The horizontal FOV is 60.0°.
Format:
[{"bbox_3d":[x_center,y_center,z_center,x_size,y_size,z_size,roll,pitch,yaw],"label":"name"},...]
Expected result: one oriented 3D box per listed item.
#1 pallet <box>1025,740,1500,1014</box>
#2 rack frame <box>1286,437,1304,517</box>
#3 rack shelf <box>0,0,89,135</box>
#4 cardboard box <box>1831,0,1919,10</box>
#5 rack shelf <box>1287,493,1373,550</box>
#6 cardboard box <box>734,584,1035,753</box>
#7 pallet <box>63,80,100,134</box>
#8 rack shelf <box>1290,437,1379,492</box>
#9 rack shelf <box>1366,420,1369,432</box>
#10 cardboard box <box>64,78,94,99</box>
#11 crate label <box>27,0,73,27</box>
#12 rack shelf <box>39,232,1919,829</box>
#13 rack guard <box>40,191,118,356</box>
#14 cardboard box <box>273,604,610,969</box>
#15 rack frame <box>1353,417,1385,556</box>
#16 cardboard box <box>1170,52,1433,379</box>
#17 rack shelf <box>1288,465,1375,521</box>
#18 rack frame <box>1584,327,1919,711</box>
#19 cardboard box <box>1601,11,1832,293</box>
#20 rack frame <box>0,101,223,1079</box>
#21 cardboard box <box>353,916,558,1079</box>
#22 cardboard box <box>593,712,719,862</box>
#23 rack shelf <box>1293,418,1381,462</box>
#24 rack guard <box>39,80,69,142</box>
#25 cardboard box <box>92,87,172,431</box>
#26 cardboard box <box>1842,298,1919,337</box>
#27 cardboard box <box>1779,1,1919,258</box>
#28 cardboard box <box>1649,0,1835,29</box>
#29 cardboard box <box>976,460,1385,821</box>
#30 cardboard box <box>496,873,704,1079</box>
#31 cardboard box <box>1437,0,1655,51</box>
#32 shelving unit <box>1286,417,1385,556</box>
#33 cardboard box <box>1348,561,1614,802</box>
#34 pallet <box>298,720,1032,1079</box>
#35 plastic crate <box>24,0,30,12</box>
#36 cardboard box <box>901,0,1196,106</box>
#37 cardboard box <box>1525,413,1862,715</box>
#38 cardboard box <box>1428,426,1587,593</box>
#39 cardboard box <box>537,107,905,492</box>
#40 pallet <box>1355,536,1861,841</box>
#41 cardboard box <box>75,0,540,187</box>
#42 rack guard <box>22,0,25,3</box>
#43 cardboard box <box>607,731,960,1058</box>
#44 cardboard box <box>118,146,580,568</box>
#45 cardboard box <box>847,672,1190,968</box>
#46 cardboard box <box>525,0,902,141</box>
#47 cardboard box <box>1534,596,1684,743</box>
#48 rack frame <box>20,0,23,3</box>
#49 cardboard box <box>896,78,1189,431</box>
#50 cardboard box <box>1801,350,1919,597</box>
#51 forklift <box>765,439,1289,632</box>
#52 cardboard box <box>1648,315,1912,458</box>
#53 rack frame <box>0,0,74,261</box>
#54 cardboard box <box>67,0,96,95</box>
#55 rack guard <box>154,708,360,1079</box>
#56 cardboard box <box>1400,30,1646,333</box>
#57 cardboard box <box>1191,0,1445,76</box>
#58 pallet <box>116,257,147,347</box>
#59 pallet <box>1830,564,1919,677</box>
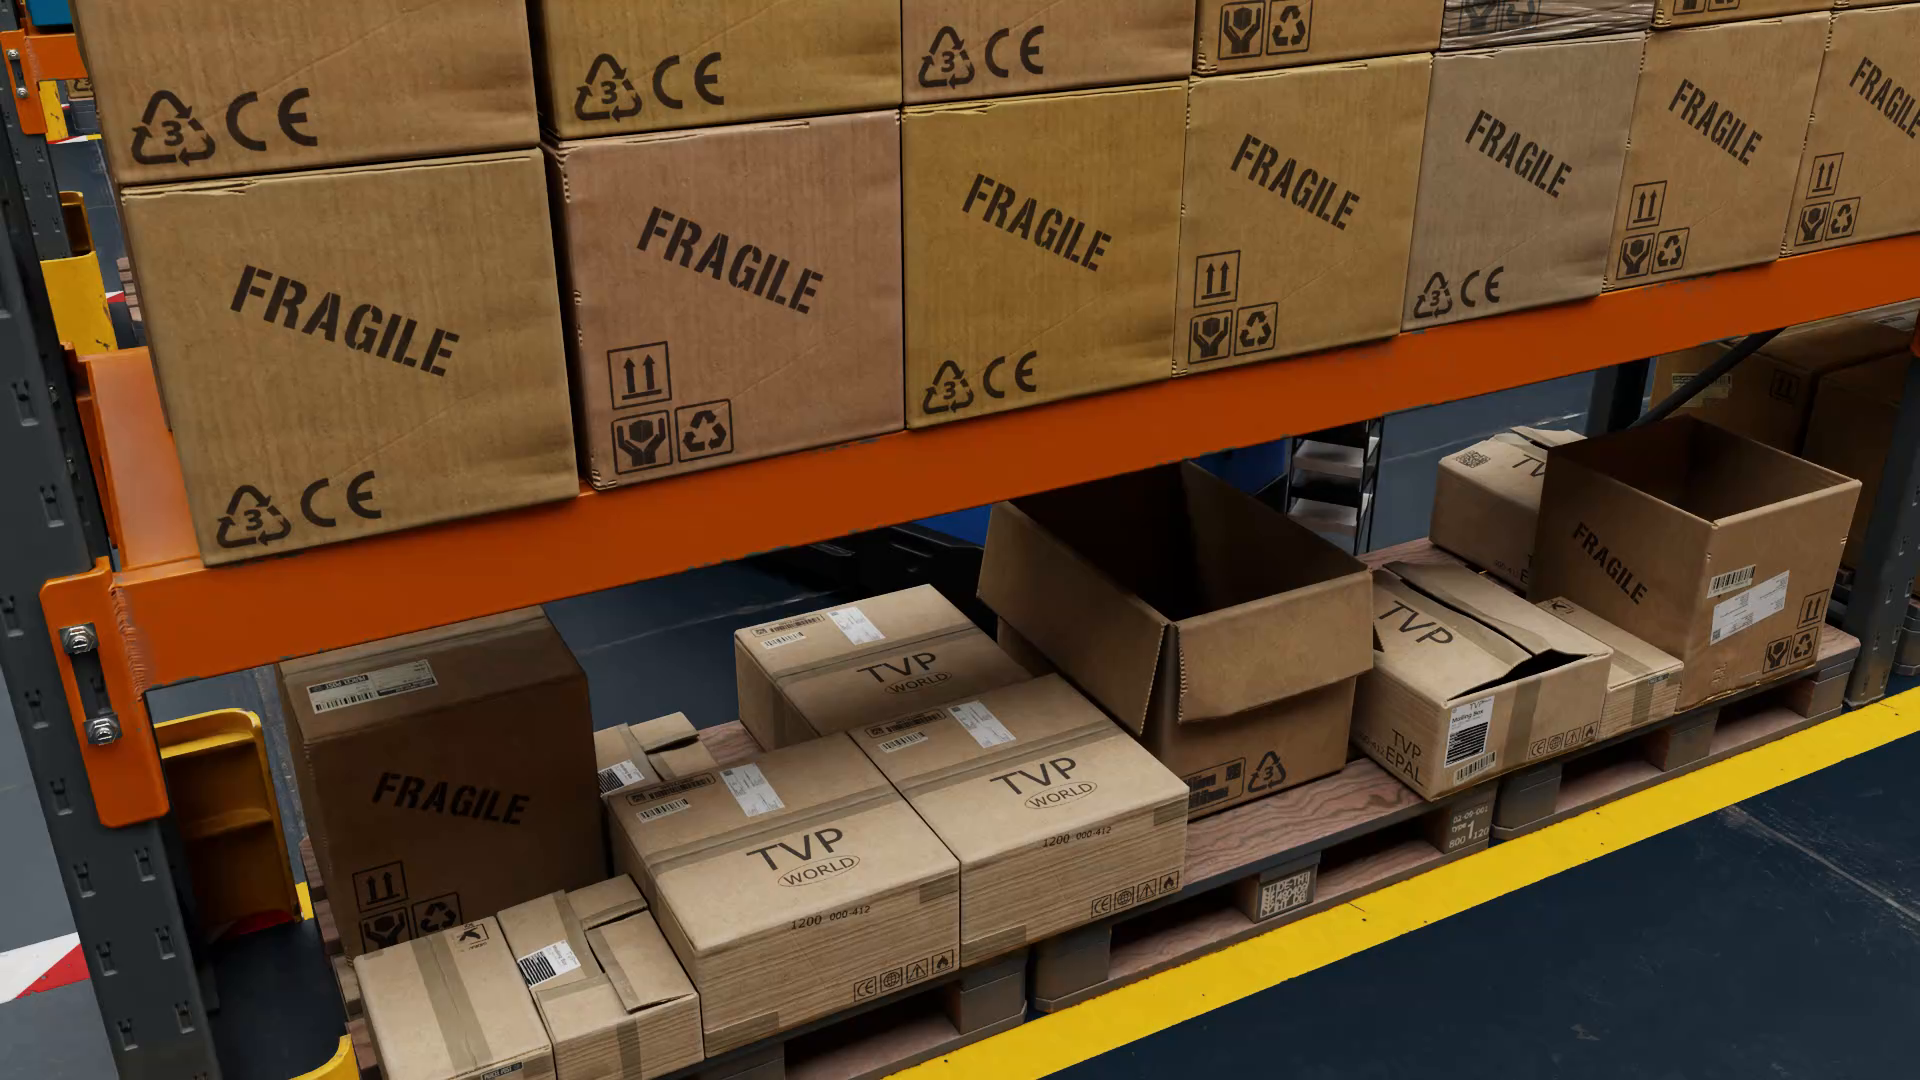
[{"bbox_3d":[0.455,0.536,3.889,1.213,0.211,1.003,-13,29,-25],"label":"pallet"},{"bbox_3d":[0.988,-0.284,4.801,0.006,0.900,0.240,11,28,22],"label":"rack frame"},{"bbox_3d":[-1.953,-2.271,7.346,4.000,0.370,1.077,-13,29,-25],"label":"rack shelf"},{"bbox_3d":[1.815,-1.404,3.439,0.500,0.500,0.500,-13,28,-25],"label":"cardboard box"},{"bbox_3d":[1.081,-0.073,4.855,0.200,0.077,0.258,11,28,22],"label":"rack shelf"},{"bbox_3d":[-0.174,0.359,3.706,0.500,0.250,0.500,-13,29,-25],"label":"cardboard box"},{"bbox_3d":[-5.379,-3.016,11.287,1.213,0.211,1.003,-13,29,-25],"label":"pallet"},{"bbox_3d":[1.081,-0.235,4.777,0.200,0.077,0.258,11,28,22],"label":"rack shelf"},{"bbox_3d":[1.081,-0.398,4.700,0.200,0.077,0.258,11,28,22],"label":"rack shelf"},{"bbox_3d":[-5.521,-3.472,10.986,0.875,0.875,0.875,-13,29,-25],"label":"cardboard box"},{"bbox_3d":[-3.345,-2.064,6.208,0.303,0.233,0.416,-13,29,-25],"label":"crate label"},{"bbox_3d":[0.375,-0.379,3.405,4.000,0.370,1.077,-13,29,-25],"label":"rack shelf"},{"bbox_3d":[-3.733,-1.052,6.863,0.348,0.500,1.175,-13,29,-25],"label":"rack guard"},{"bbox_3d":[-1.026,0.428,3.273,0.500,0.500,0.500,-13,29,-25],"label":"cardboard box"},{"bbox_3d":[1.174,-0.247,4.725,0.006,0.900,0.240,11,28,22],"label":"rack frame"},{"bbox_3d":[0.464,-0.640,3.002,0.500,0.500,0.500,-13,28,-24],"label":"cardboard box"},{"bbox_3d":[1.081,-0.154,4.816,0.200,0.077,0.258,11,28,22],"label":"rack shelf"},{"bbox_3d":[2.140,-1.111,4.097,0.127,3.000,1.000,-13,29,-25],"label":"rack frame"},{"bbox_3d":[1.365,-0.850,3.440,0.500,0.500,0.500,-12,28,-24],"label":"cardboard box"},{"bbox_3d":[-1.390,-0.296,2.401,0.127,3.000,1.000,-13,29,-25],"label":"rack frame"},{"bbox_3d":[-0.859,0.837,2.827,0.250,0.149,0.380,-13,29,-25],"label":"cardboard box"},{"bbox_3d":[-0.626,0.530,3.445,0.250,0.166,0.380,-13,29,-25],"label":"cardboard box"},{"bbox_3d":[1.081,-0.317,4.738,0.200,0.077,0.258,11,28,22],"label":"rack shelf"},{"bbox_3d":[-6.069,-2.948,10.813,0.348,0.500,1.175,-13,29,-25],"label":"rack guard"},{"bbox_3d":[-1.123,-0.536,2.785,0.500,0.500,0.500,-12,28,-24],"label":"cardboard box"},{"bbox_3d":[2.880,-0.489,5.183,0.500,0.500,0.500,-13,29,-25],"label":"cardboard box"},{"bbox_3d":[1.819,-0.956,3.660,0.500,0.500,0.500,-12,28,-24],"label":"cardboard box"},{"bbox_3d":[1.364,-1.299,3.219,0.500,0.500,0.500,-14,29,-26],"label":"cardboard box"},{"bbox_3d":[0.484,0.201,3.741,0.637,0.503,0.797,-13,29,-25],"label":"cardboard box"},{"bbox_3d":[-0.638,0.778,2.929,0.250,0.166,0.380,-13,29,-25],"label":"cardboard box"},{"bbox_3d":[0.920,-1.197,3.006,0.500,0.500,0.500,-13,28,-25],"label":"cardboard box"},{"bbox_3d":[1.081,-0.265,4.763,0.210,0.900,0.258,11,28,22],"label":"shelving unit"},{"bbox_3d":[1.108,0.280,3.799,0.500,0.311,0.500,-13,29,-25],"label":"cardboard box"},{"bbox_3d":[-0.620,0.783,3.375,1.213,0.211,1.003,-13,29,-25],"label":"pallet"},{"bbox_3d":[-3.510,-2.371,6.612,0.499,0.435,0.616,-13,29,-25],"label":"plastic crate"},{"bbox_3d":[0.027,-0.991,2.577,0.500,0.500,0.500,-13,28,-24],"label":"cardboard box"},{"bbox_3d":[1.770,0.042,4.076,0.500,0.500,0.500,-13,29,-25],"label":"cardboard box"},{"bbox_3d":[1.667,-0.094,4.578,0.500,0.311,0.500,-13,29,-25],"label":"cardboard box"},{"bbox_3d":[-0.422,-0.438,2.580,0.500,0.500,0.500,-13,29,-26],"label":"cardboard box"},{"bbox_3d":[1.533,0.286,4.410,1.213,0.211,1.003,-13,29,-25],"label":"pallet"},{"bbox_3d":[-0.874,-0.781,2.141,0.500,0.500,0.500,-12,28,-24],"label":"cardboard box"},{"bbox_3d":[-8.226,-4.883,14.843,0.348,0.500,1.175,-13,29,-25],"label":"rack guard"},{"bbox_3d":[-0.336,0.641,3.118,0.500,0.250,0.500,-13,29,-25],"label":"cardboard box"},{"bbox_3d":[-0.874,-0.331,2.357,0.500,0.500,0.500,-12,28,-24],"label":"cardboard box"},{"bbox_3d":[0.106,0.539,3.330,0.500,0.250,0.500,-13,29,-25],"label":"cardboard box"},{"bbox_3d":[-0.417,-0.891,2.369,0.500,0.500,0.500,-13,28,-25],"label":"cardboard box"},{"bbox_3d":[1.468,0.300,3.945,0.250,0.149,0.380,-13,29,-25],"label":"cardboard box"},{"bbox_3d":[-6.048,-4.080,10.282,0.127,3.000,1.000,-13,29,-25],"label":"rack frame"},{"bbox_3d":[0.023,-0.539,2.791,0.500,0.500,0.500,-13,29,-25],"label":"cardboard box"},{"bbox_3d":[2.681,-0.187,4.555,0.500,0.500,0.500,-14,29,-27],"label":"cardboard box"},{"bbox_3d":[-0.497,-1.484,4.954,3.031,2.935,1.130,18,31,33],"label":"forklift"},{"bbox_3d":[2.440,-0.392,4.980,0.500,0.500,0.500,-13,29,-25],"label":"cardboard box"},{"bbox_3d":[-3.718,-2.188,6.342,0.127,3.000,1.000,-13,29,-25],"label":"rack frame"},{"bbox_3d":[-1.127,-0.987,2.570,0.500,0.500,0.500,-13,29,-26],"label":"cardboard box"},{"bbox_3d":[-1.323,0.816,2.974,0.348,0.500,1.175,-13,29,-25],"label":"rack guard"},{"bbox_3d":[0.913,-0.745,3.220,0.500,0.500,0.500,-12,28,-24],"label":"cardboard box"},{"bbox_3d":[0.475,-1.095,2.793,0.500,0.500,0.500,-13,29,-26],"label":"cardboard box"},{"bbox_3d":[-2.972,-1.084,7.265,1.213,0.211,1.003,-13,29,-25],"label":"pallet"},{"bbox_3d":[2.839,-0.033,5.076,1.213,0.211,1.003,-13,29,-25],"label":"pallet"}]
